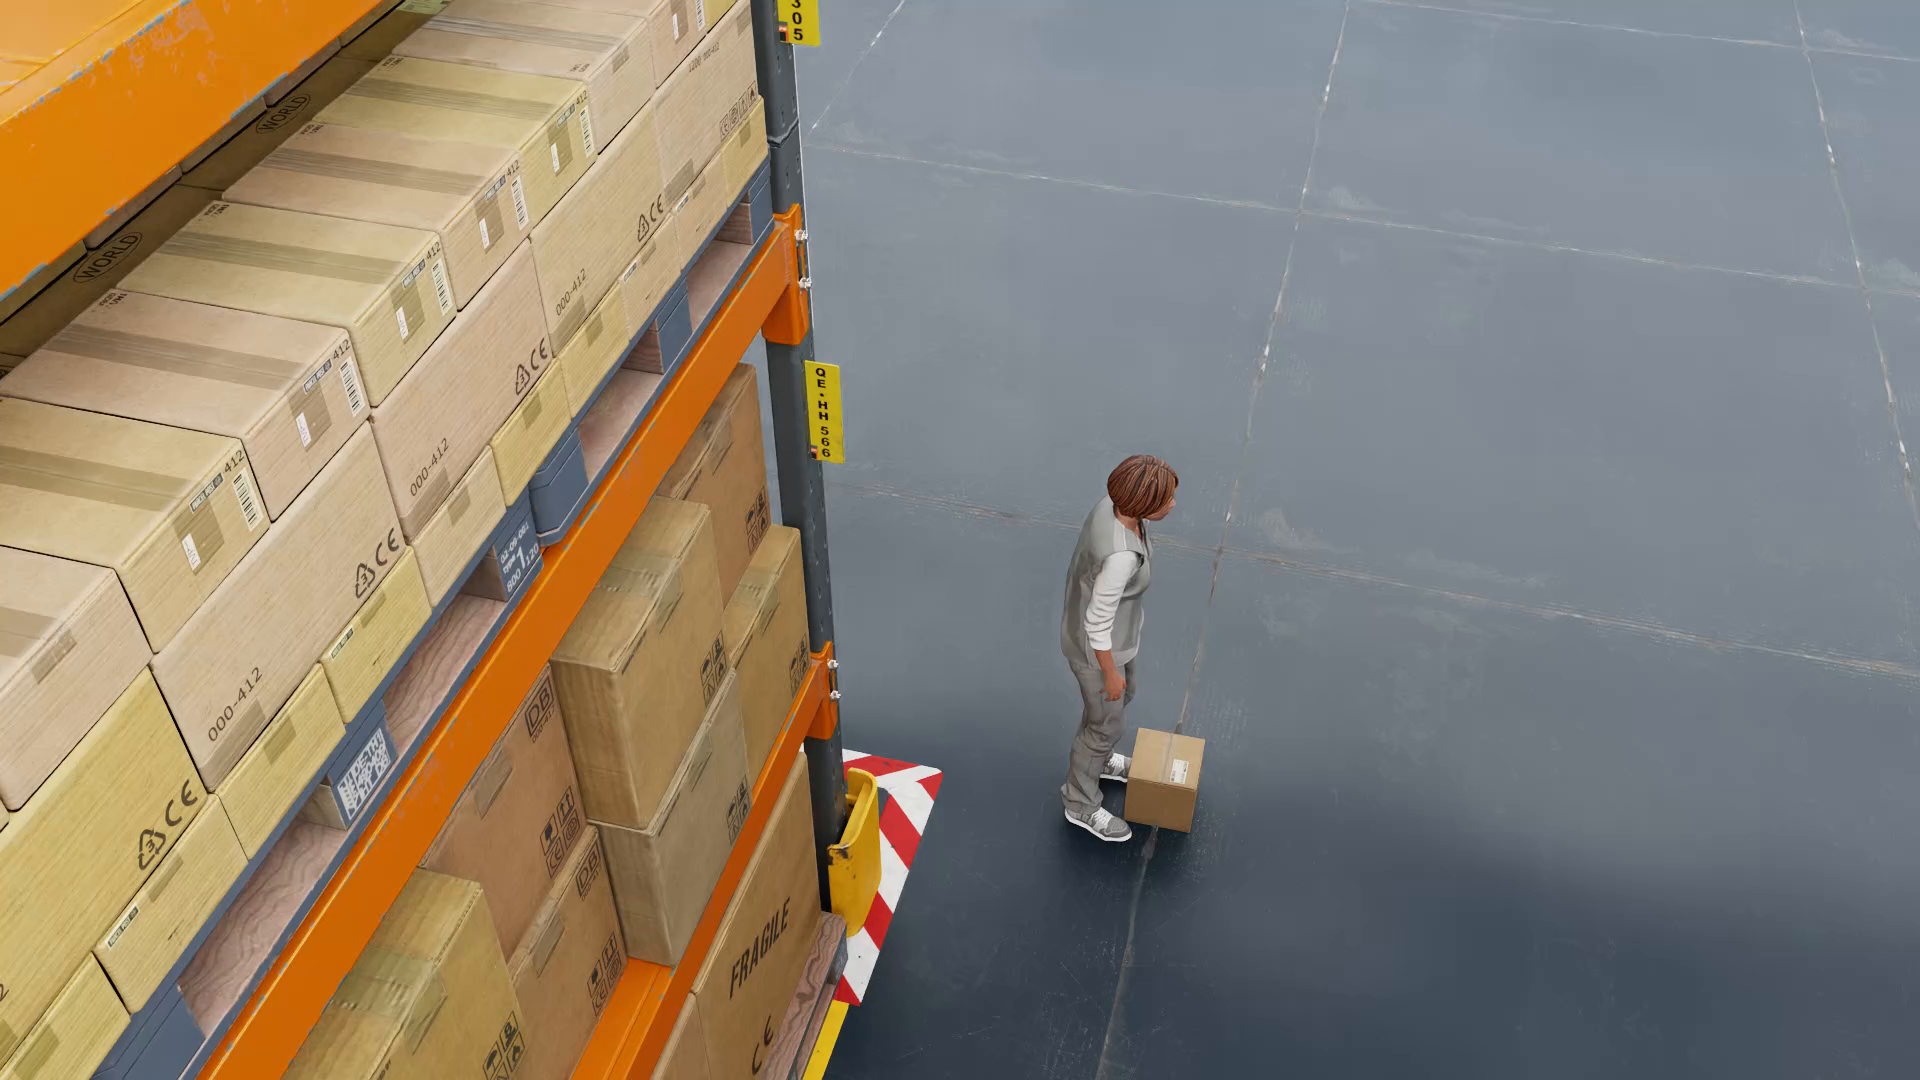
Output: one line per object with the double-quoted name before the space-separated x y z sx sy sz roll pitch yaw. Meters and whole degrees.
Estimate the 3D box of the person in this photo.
"person" 0.521 0.350 5.773 0.344 1.593 0.485 8 42 9
